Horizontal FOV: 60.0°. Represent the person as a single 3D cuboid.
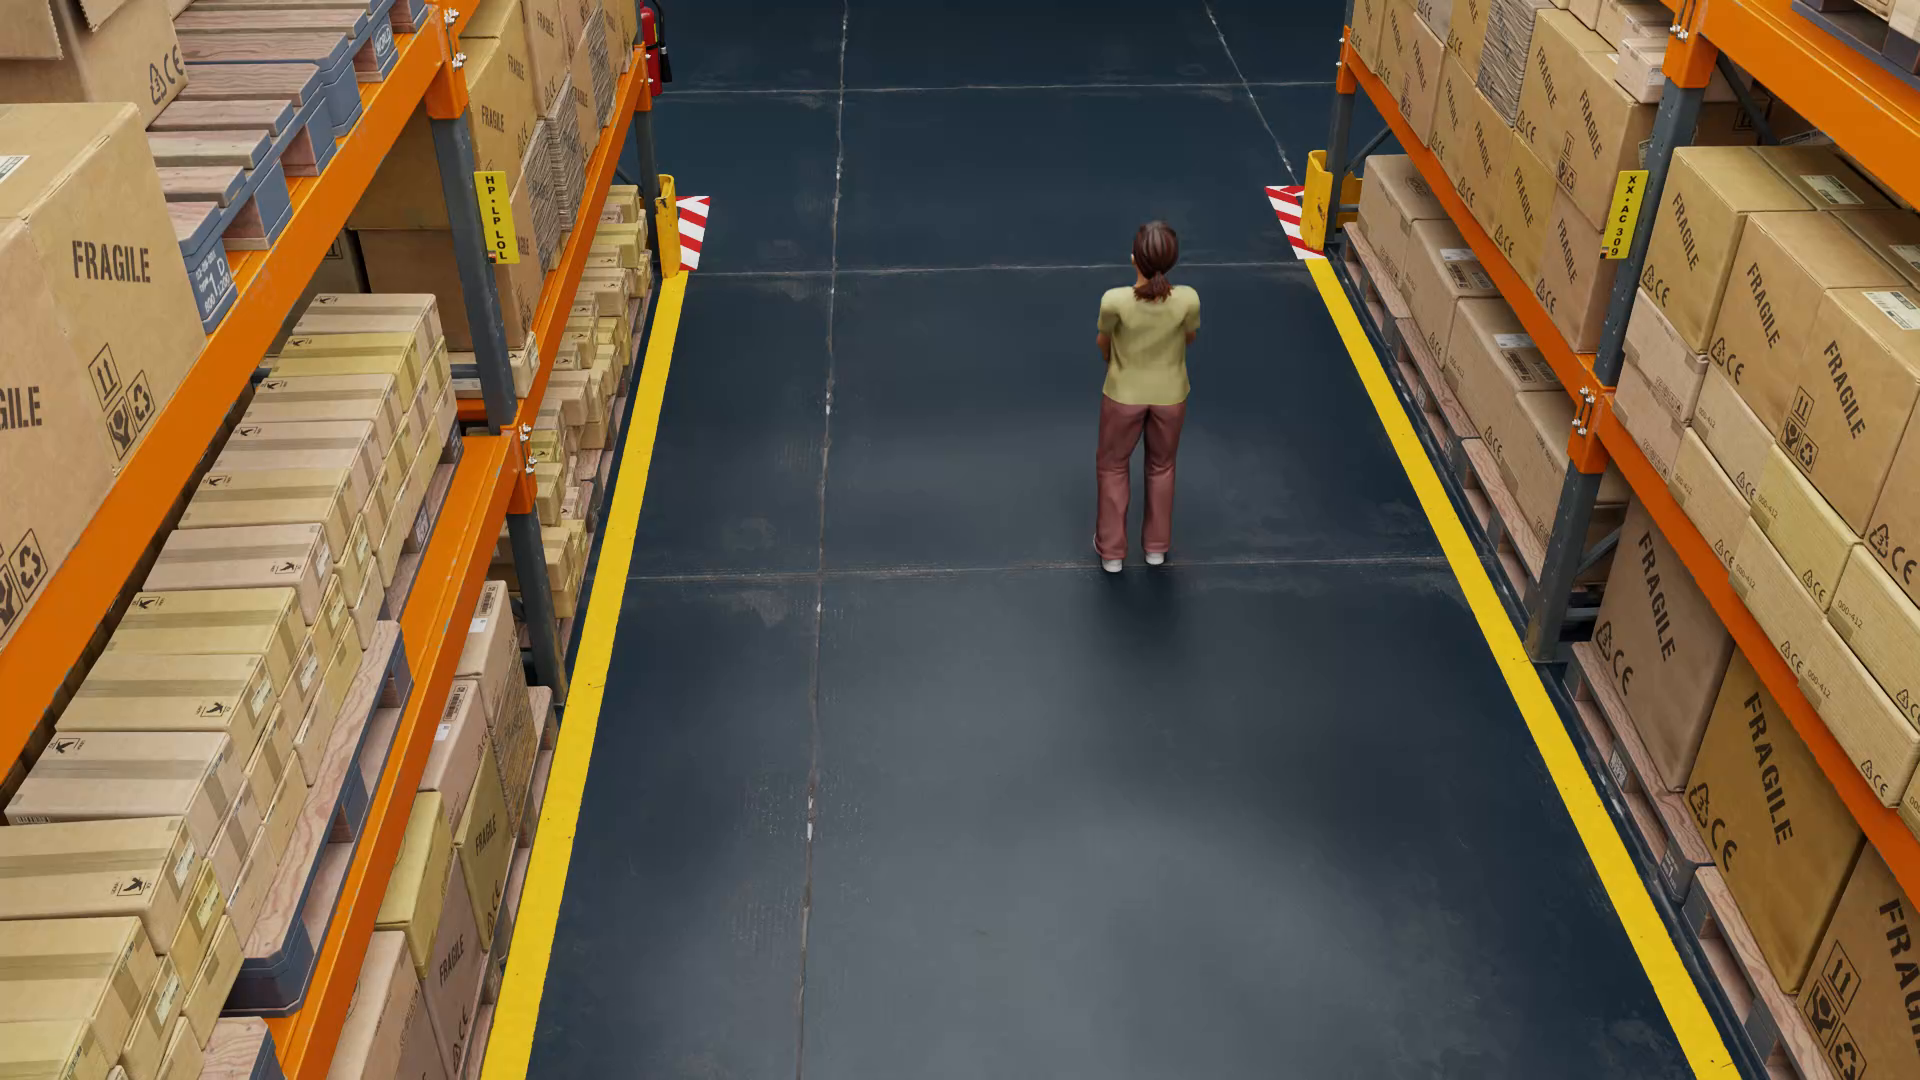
[{"bbox_3d":[0.770,-0.629,7.044,0.425,1.662,0.562,-1,35,-1],"label":"person"}]
